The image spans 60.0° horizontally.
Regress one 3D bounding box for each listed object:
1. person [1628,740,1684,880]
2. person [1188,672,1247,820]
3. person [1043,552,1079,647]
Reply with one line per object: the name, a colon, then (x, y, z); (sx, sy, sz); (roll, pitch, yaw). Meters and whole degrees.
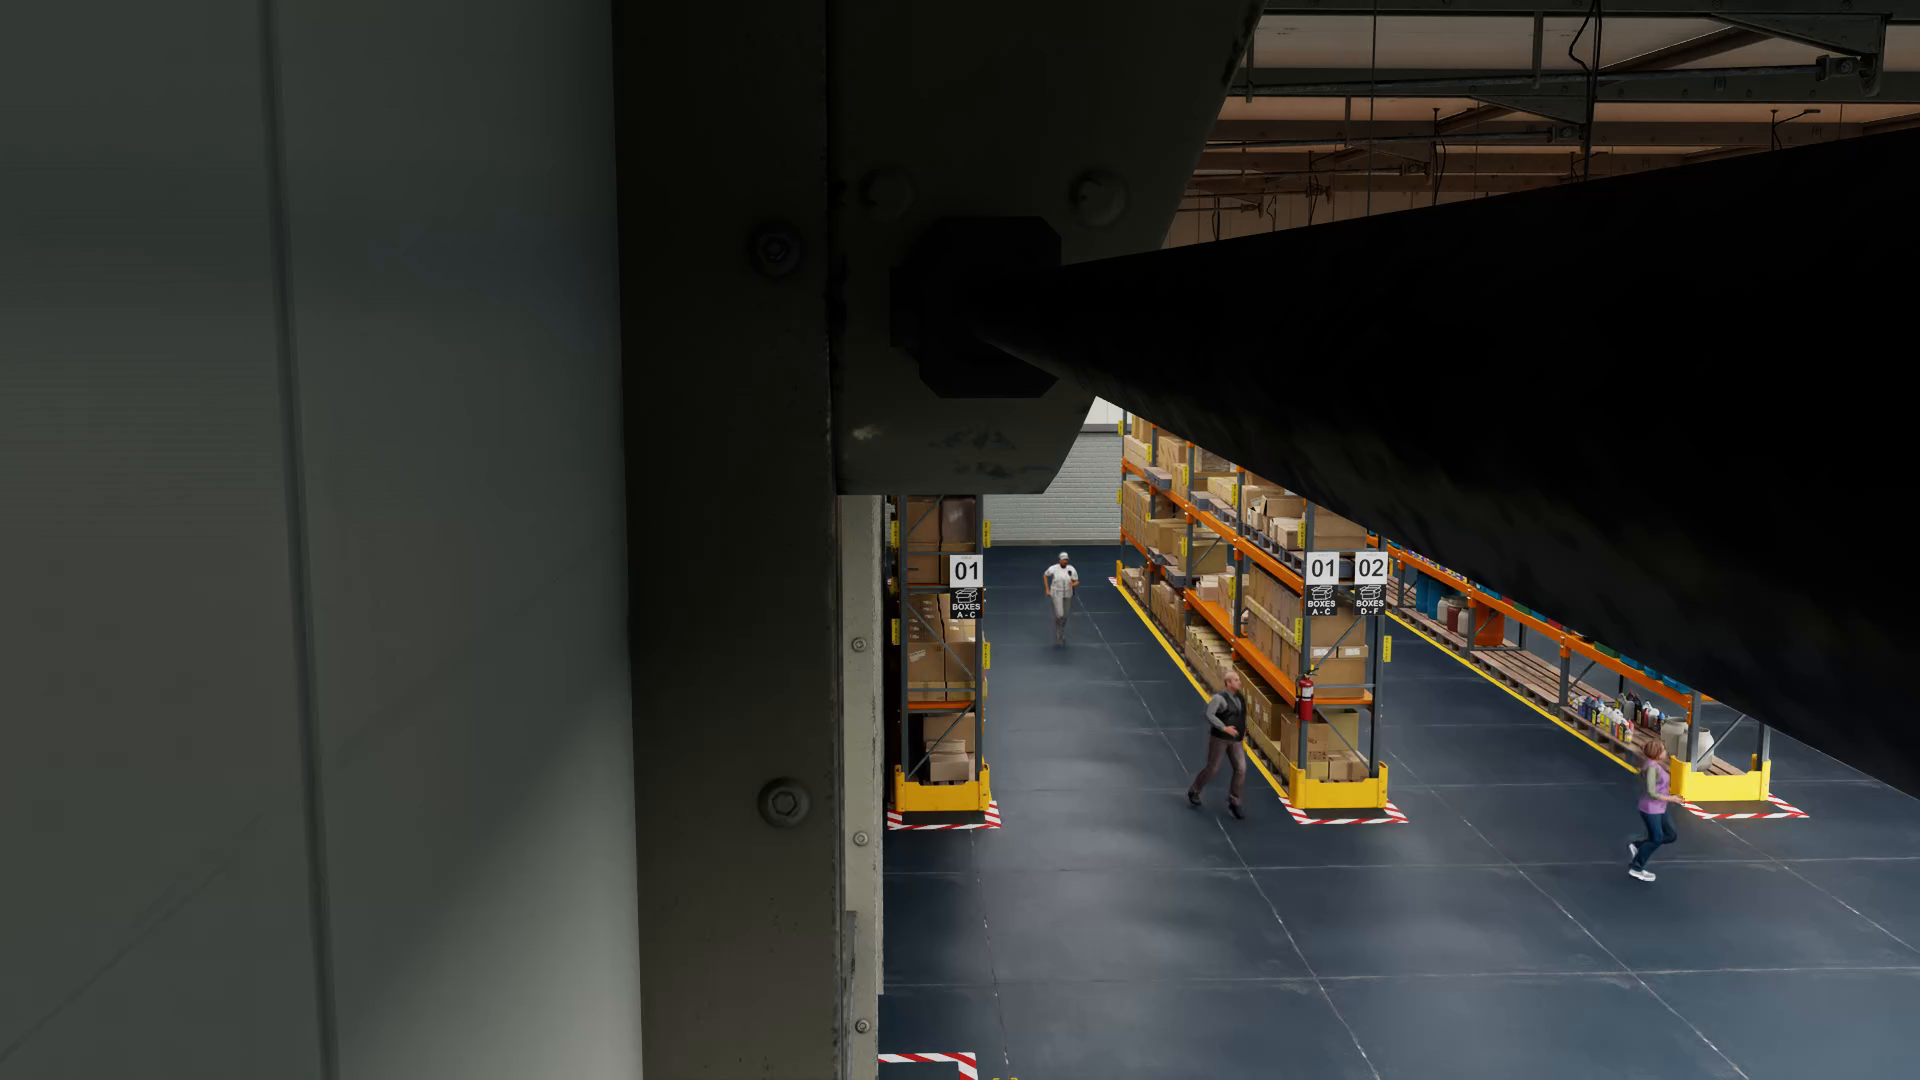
person: (7.550, 2.925, 18.004); (0.531, 1.562, 0.528); (5, 10, 28)
person: (3.301, 2.486, 20.462); (0.732, 1.738, 0.842); (-5, 10, -33)
person: (1.855, 1.066, 30.250); (0.570, 1.723, 0.808); (-2, 9, -15)
